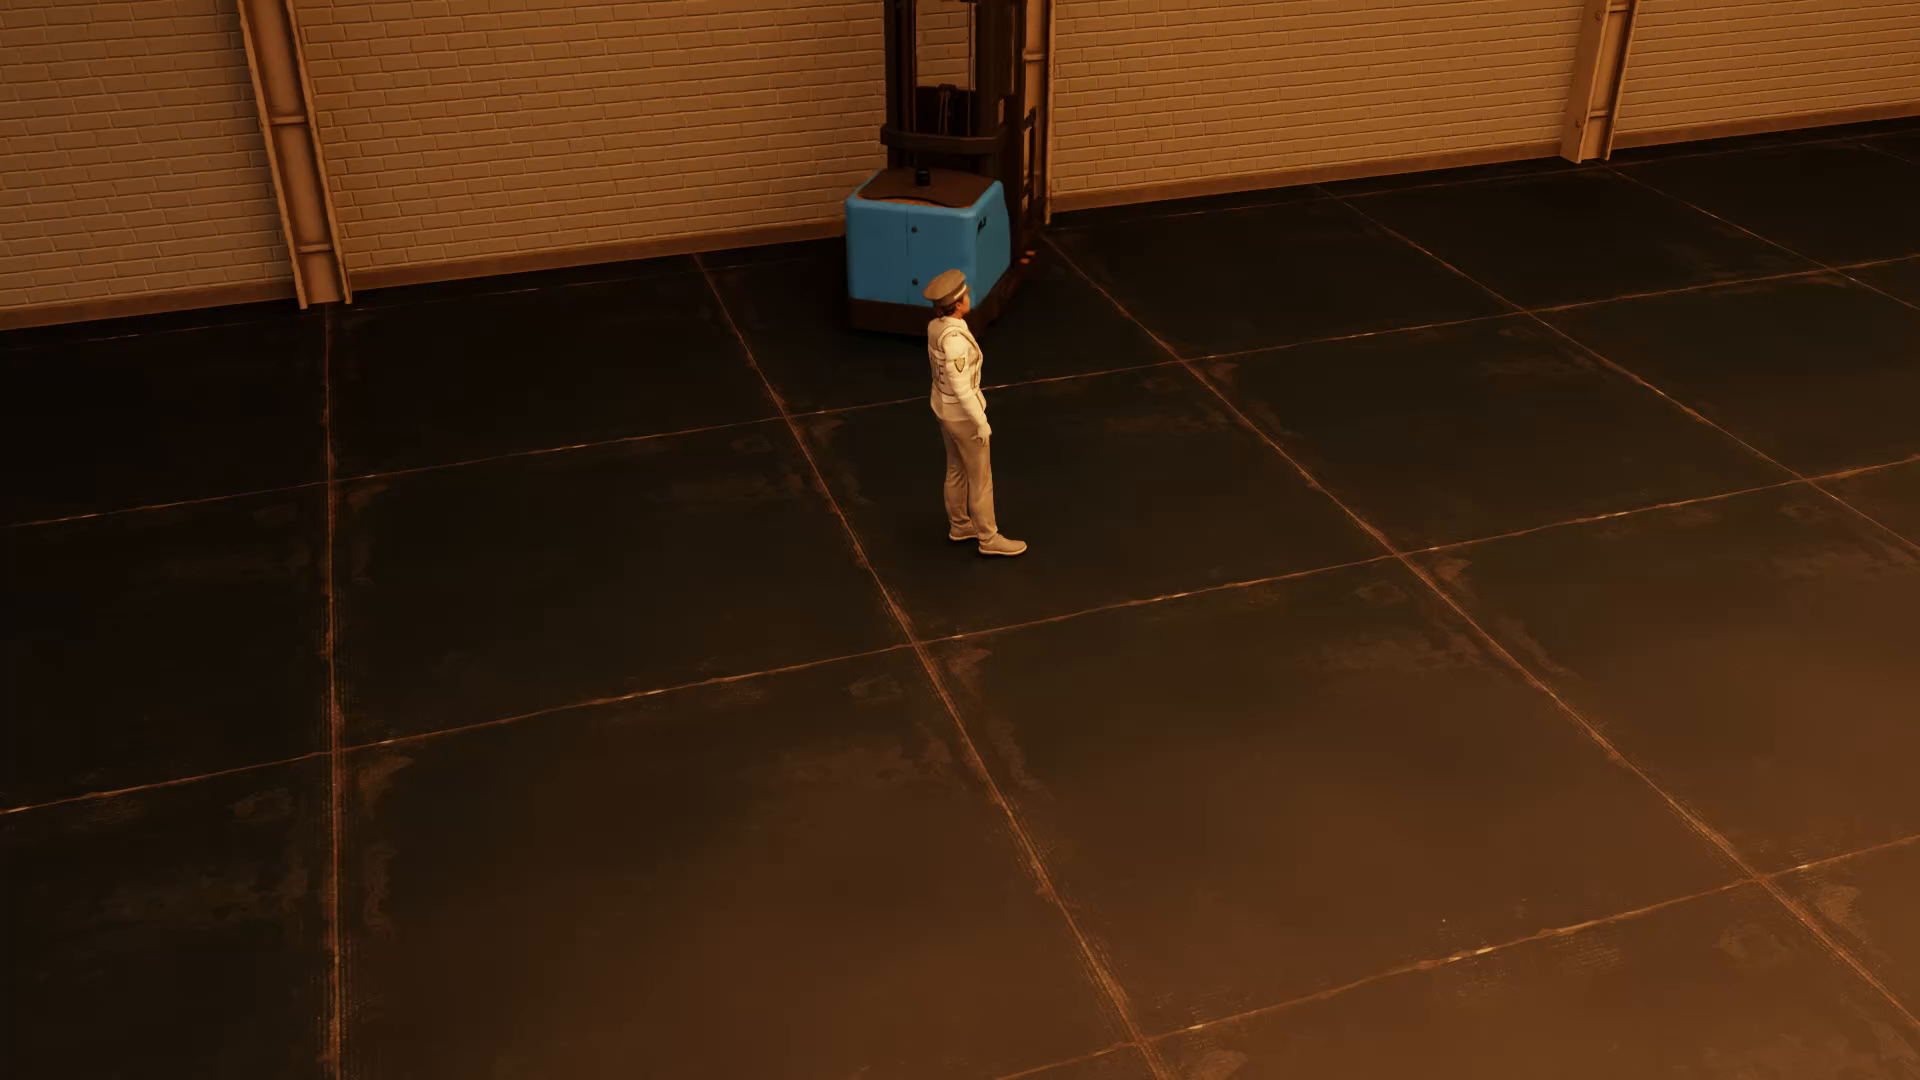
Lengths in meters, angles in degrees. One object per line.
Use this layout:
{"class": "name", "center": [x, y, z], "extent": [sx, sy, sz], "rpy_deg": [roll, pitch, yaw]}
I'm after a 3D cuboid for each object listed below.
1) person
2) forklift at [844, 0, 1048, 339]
{"class": "person", "center": [0.068, -0.748, 9.613], "extent": [0.530, 1.694, 0.586], "rpy_deg": [-10, 31, -16]}
{"class": "forklift", "center": [0.035, -3.483, 13.141], "extent": [1.130, 2.935, 3.031], "rpy_deg": [8, 31, 14]}
